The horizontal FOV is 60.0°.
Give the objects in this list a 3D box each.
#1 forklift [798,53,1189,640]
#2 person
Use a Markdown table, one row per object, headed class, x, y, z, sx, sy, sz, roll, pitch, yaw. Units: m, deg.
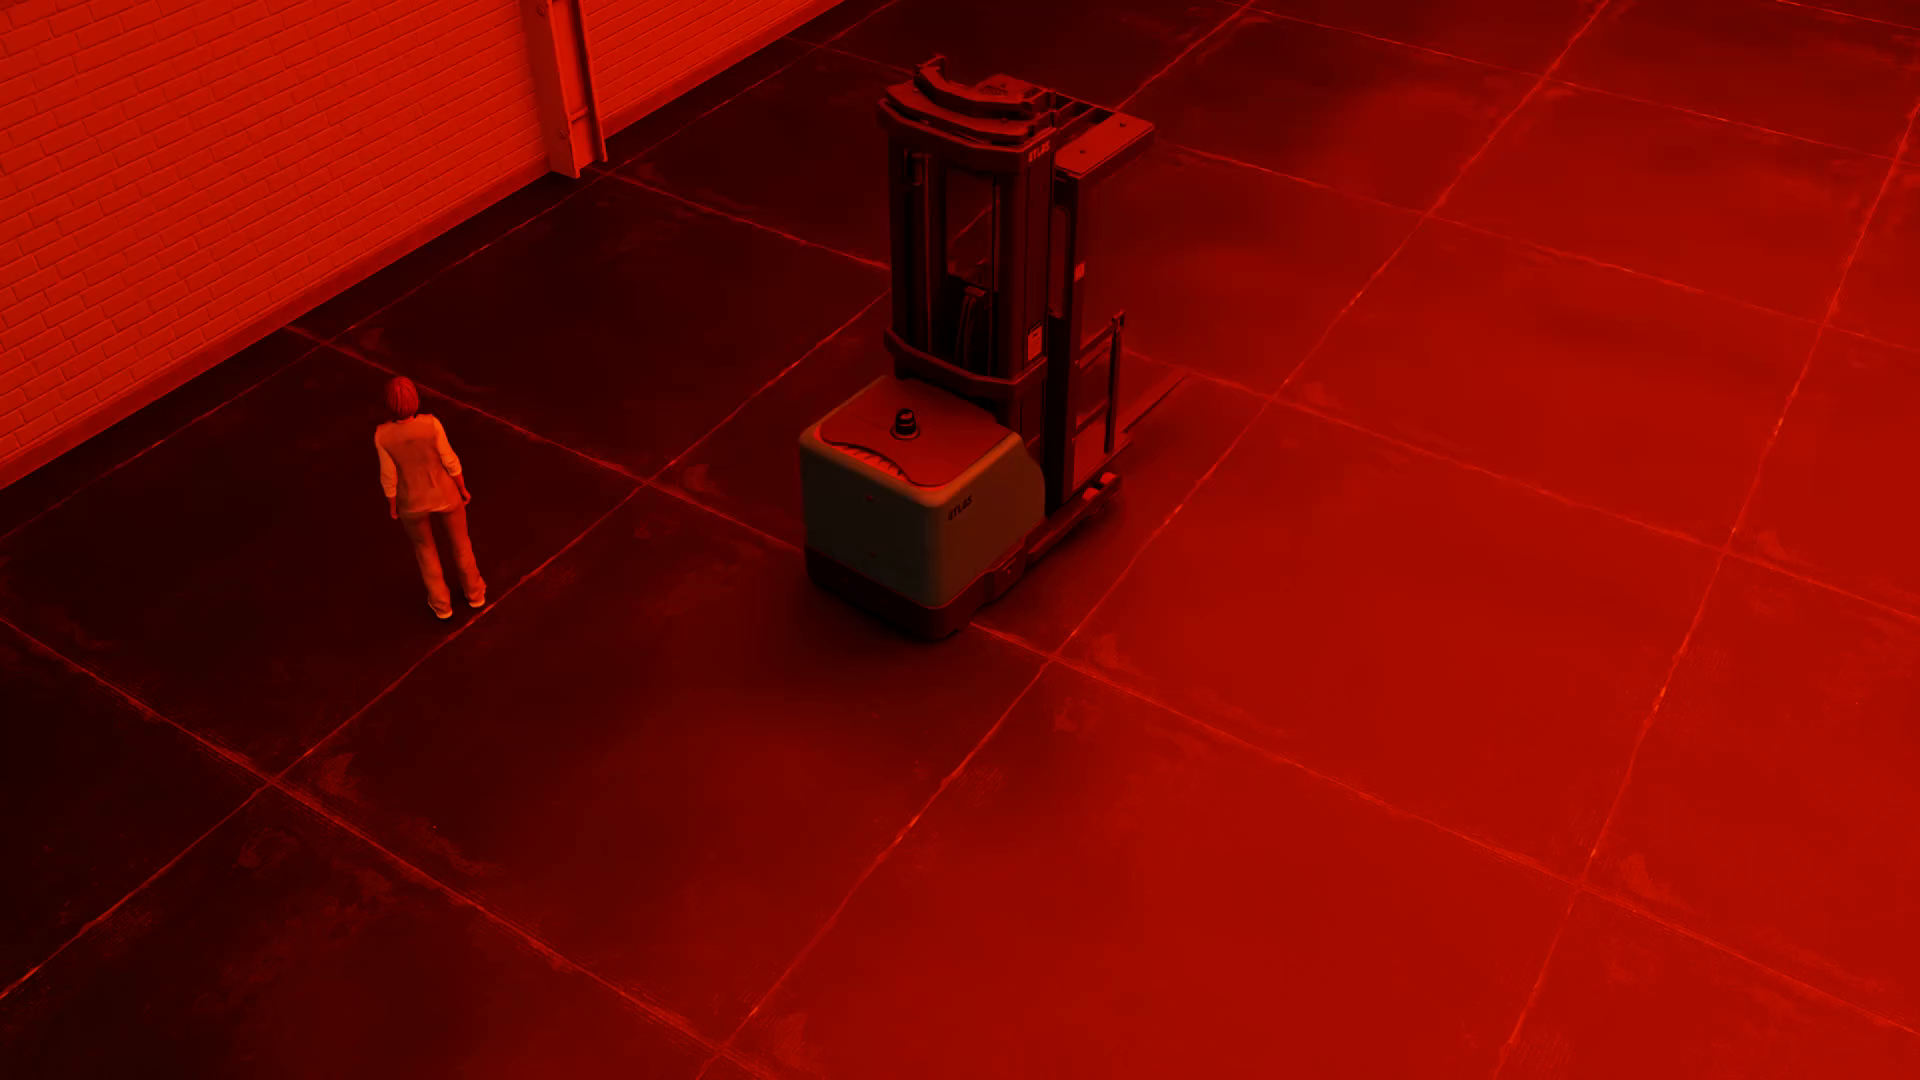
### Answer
| class | x | y | z | sx | sy | sz | roll | pitch | yaw |
| --- | --- | --- | --- | --- | --- | --- | --- | --- | --- |
| forklift | 0.369 | -1.454 | 9.682 | 1.130 | 2.935 | 3.031 | 26 | 47 | 27 |
| person | -2.967 | -0.240 | 9.280 | 0.444 | 1.602 | 0.329 | -14 | 42 | -16 |
